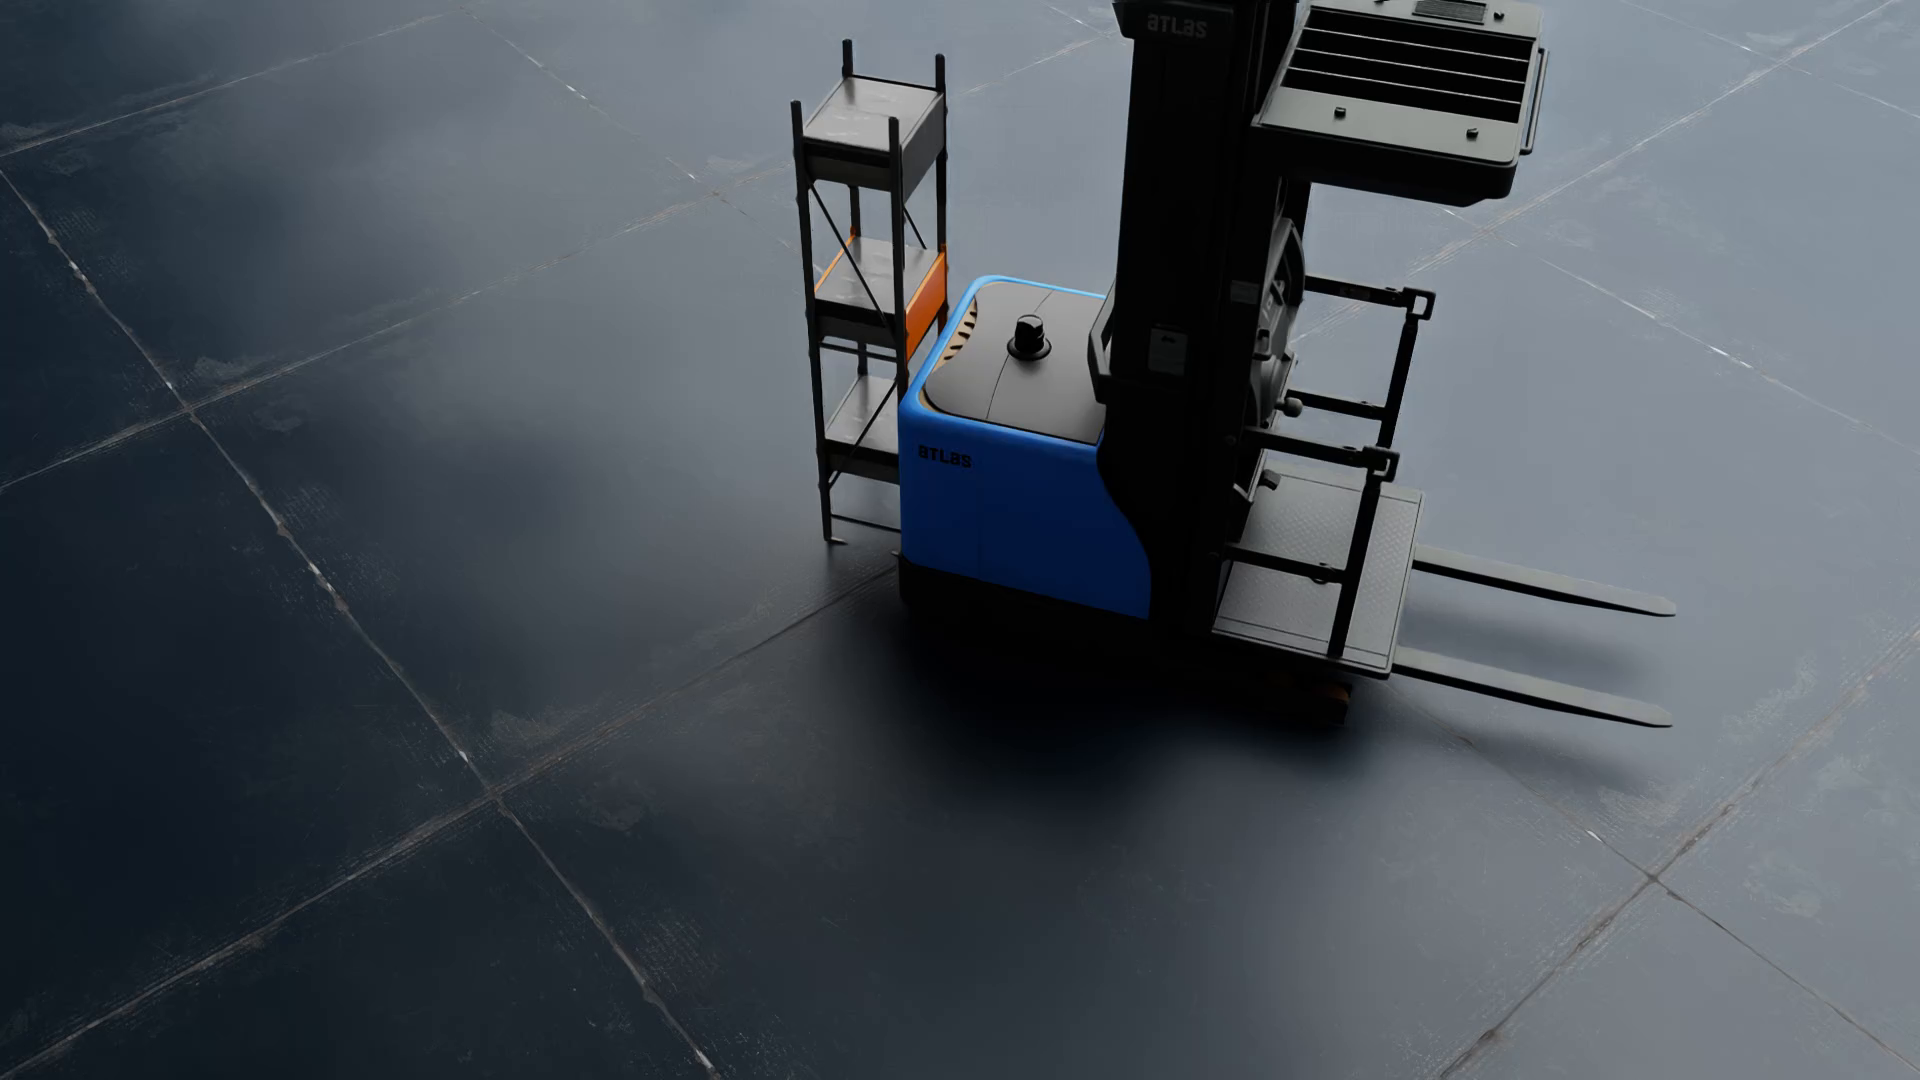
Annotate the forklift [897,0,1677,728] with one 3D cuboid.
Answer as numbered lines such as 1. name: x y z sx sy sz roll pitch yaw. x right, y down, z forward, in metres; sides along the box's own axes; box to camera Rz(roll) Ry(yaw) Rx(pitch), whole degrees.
1. forklift: 1.323 -0.761 5.920 3.031 2.935 1.130 13 45 14

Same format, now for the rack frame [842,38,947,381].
1. rack frame: -0.245 -1.046 6.830 0.400 2.100 0.015 13 45 14

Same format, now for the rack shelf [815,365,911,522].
1. rack shelf: -0.323 -0.368 7.150 0.431 0.518 0.480 13 45 14

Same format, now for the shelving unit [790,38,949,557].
1. shelving unit: -0.323 -0.888 6.661 0.431 2.100 0.503 13 45 14

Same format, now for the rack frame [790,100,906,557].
1. rack frame: -0.402 -0.730 6.493 0.400 2.100 0.015 13 45 14

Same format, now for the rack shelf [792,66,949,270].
1. rack shelf: -0.323 -1.388 6.192 0.431 0.518 0.480 13 45 14

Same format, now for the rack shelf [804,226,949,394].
1. rack shelf: -0.323 -0.878 6.671 0.431 0.518 0.480 13 45 14
